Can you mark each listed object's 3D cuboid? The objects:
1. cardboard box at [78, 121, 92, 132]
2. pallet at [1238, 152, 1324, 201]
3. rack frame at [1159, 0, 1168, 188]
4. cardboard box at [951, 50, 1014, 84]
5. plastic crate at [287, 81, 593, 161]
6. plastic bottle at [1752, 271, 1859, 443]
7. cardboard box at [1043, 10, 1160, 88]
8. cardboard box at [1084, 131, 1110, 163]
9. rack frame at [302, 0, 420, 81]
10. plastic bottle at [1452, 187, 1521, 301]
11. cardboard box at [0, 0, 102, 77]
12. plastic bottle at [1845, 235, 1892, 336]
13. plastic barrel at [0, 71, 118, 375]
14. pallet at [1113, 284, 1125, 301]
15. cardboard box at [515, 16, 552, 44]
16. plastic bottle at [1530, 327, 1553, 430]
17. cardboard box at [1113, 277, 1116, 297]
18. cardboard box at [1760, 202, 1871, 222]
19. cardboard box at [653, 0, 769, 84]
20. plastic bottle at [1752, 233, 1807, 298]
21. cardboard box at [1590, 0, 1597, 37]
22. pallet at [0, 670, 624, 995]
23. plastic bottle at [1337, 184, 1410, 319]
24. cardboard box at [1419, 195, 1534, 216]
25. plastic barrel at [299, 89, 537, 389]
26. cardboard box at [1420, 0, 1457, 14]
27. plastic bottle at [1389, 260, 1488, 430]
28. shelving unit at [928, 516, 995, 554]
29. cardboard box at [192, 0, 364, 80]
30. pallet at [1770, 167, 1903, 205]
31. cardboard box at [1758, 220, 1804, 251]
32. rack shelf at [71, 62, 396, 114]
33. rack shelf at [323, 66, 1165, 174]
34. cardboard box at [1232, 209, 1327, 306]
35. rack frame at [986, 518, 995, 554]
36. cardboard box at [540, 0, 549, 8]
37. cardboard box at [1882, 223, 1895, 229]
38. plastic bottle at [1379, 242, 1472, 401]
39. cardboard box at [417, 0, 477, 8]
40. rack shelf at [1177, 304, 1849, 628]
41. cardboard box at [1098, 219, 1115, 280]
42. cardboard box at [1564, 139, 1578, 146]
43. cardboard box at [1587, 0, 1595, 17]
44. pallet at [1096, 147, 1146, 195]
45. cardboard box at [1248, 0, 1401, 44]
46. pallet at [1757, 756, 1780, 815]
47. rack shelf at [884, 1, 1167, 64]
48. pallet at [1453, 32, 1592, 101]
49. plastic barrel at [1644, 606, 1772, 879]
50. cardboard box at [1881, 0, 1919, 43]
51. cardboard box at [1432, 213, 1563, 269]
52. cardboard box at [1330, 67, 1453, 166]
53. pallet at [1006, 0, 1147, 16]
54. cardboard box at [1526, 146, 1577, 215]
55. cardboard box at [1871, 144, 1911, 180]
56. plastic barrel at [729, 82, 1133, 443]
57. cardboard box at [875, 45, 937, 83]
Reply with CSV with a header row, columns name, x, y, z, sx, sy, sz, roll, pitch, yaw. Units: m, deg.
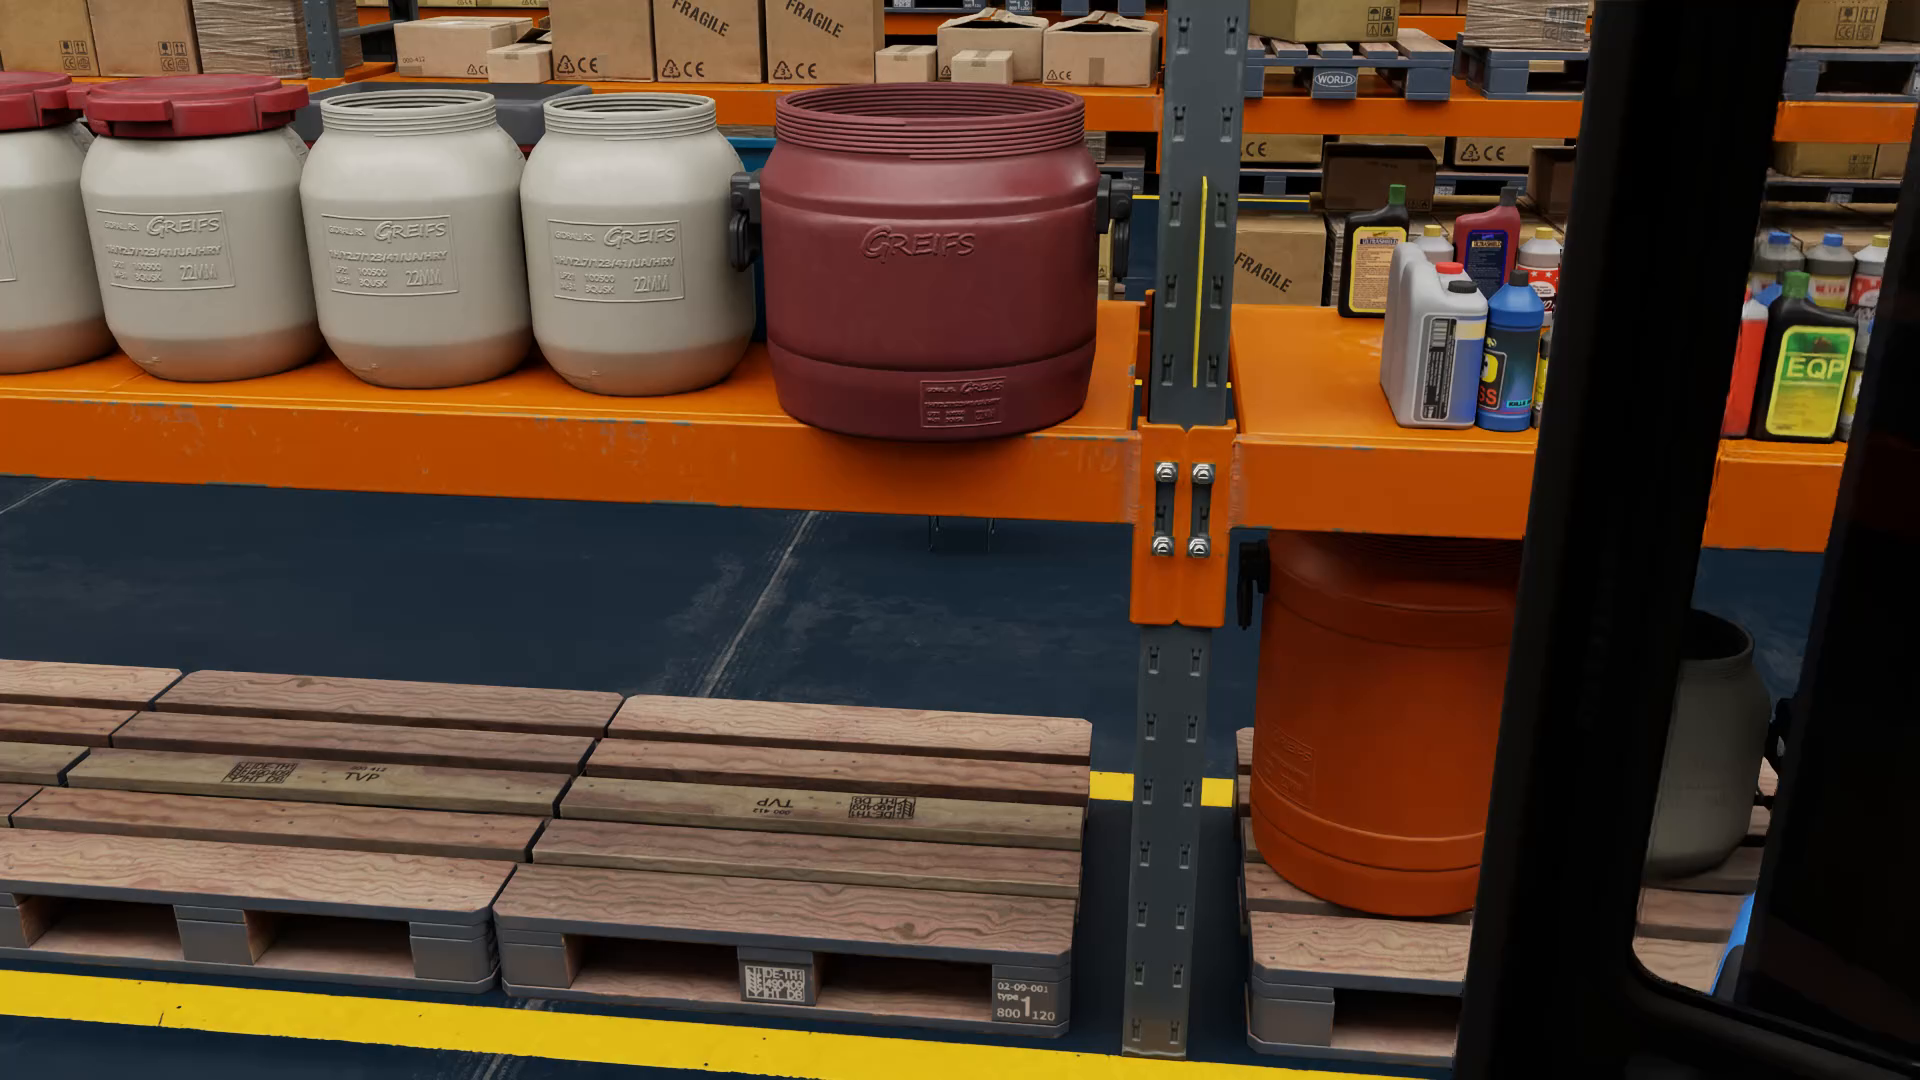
name,x,y,z,sx,sy,sz,roll,pitch,yaw
cardboard box,-4.854,-1.986,9.032,0.500,0.500,0.500,2,22,6
pallet,2.385,-2.800,12.734,1.213,0.211,1.003,2,22,6
rack frame,1.611,-4.158,12.377,0.127,3.000,1.000,2,22,6
cardboard box,0.106,-2.170,7.692,0.250,0.149,0.380,2,22,6
plastic crate,-1.123,-0.752,3.676,0.583,0.464,0.402,2,22,6
plastic bottle,1.424,-0.307,2.796,0.133,0.283,0.061,2,22,6
cardboard box,0.676,-2.340,7.899,0.500,0.311,0.500,4,22,10
cardboard box,0.890,-3.212,12.787,0.500,0.500,0.700,3,22,7
rack frame,-2.940,-2.522,8.240,0.127,3.000,1.000,2,22,6
plastic bottle,1.126,-0.615,3.574,0.133,0.283,0.061,2,22,6
cardboard box,-4.404,-2.629,8.375,0.500,0.500,0.700,3,22,7
plastic bottle,1.915,-0.536,3.485,0.097,0.201,0.097,0,22,0
plastic barrel,-1.874,-0.624,3.253,0.433,0.535,0.433,0,22,0
pallet,0.219,-1.102,8.441,1.213,0.211,1.003,2,22,6
cardboard box,-2.046,-2.489,8.338,0.258,0.266,0.396,2,22,5
plastic bottle,1.046,-0.293,2.870,0.097,0.201,0.097,0,22,0
cardboard box,0.546,-1.396,8.559,0.500,0.250,0.500,2,22,6
cardboard box,4.021,-1.347,8.069,0.500,0.500,0.500,3,22,7
cardboard box,-1.159,-2.485,8.010,0.500,0.500,0.500,3,22,6
plastic bottle,1.722,-0.544,3.506,0.097,0.201,0.097,0,22,0
cardboard box,3.242,-2.472,7.405,0.500,0.500,0.700,-3,22,-7
pallet,-1.528,0.654,3.997,1.213,0.211,1.003,2,22,6
plastic bottle,0.897,-0.625,3.599,0.133,0.283,0.061,2,22,6
cardboard box,2.502,-1.414,8.238,0.500,0.500,0.500,2,22,4
plastic barrel,-1.020,-0.578,3.169,0.421,0.512,0.421,0,22,0
cardboard box,3.435,-3.889,12.012,0.250,0.149,0.380,3,22,7
plastic bottle,0.837,-0.347,2.905,0.135,0.276,0.152,2,22,6
shelving unit,0.008,-0.418,5.773,0.210,0.900,0.258,2,22,6
cardboard box,-3.382,-2.586,8.264,0.500,0.500,0.700,2,22,5
pallet,6.329,-2.627,12.297,1.213,0.211,1.003,2,22,6
cardboard box,3.493,-1.181,7.650,0.500,0.500,0.500,3,22,7
rack shelf,-4.926,-2.274,8.591,4.000,0.370,1.077,2,22,6
rack shelf,-0.954,-2.101,8.153,4.000,0.370,1.077,2,22,6
cardboard box,1.450,-1.267,7.867,0.500,0.500,0.500,3,22,9
rack frame,0.109,-0.414,5.762,0.006,0.900,0.240,2,22,6
cardboard box,-2.867,-4.180,12.611,0.500,0.250,0.500,3,22,6
cardboard box,4.480,-1.135,7.532,0.500,0.500,0.500,2,22,6
plastic bottle,0.855,-0.402,3.046,0.135,0.276,0.152,2,22,6
cardboard box,-3.862,-4.221,12.714,0.500,0.250,0.500,2,22,6
rack shelf,2.431,-0.120,3.142,4.000,0.370,1.077,2,22,6
cardboard box,0.483,-1.459,7.957,0.500,0.311,0.500,3,22,8
cardboard box,4.923,-3.161,12.209,0.750,0.750,0.750,3,22,7
cardboard box,4.440,-3.809,11.808,0.250,0.149,0.380,3,22,6
pallet,0.835,-2.896,12.977,1.213,0.211,1.003,2,22,6
cardboard box,1.671,-2.605,7.742,0.500,0.500,0.700,-5,22,-12
pallet,2.441,0.828,3.557,1.213,0.211,1.003,2,22,6
rack shelf,-0.375,-3.910,12.728,4.000,0.370,1.077,2,22,6
pallet,2.964,-2.178,7.629,1.213,0.211,1.003,2,22,6
plastic barrel,1.504,0.427,3.591,0.421,0.512,0.421,0,22,0
cardboard box,4.560,-2.520,7.527,0.500,0.500,0.700,-5,22,-12
cardboard box,2.468,-1.223,7.756,0.500,0.500,0.500,2,22,6
cardboard box,3.195,-3.234,12.392,0.750,0.750,0.750,2,22,6
pallet,0.891,-4.061,12.392,1.003,0.211,1.213,2,22,6
cardboard box,3.061,-1.742,8.047,0.500,0.250,0.500,2,22,5
cardboard box,6.812,-2.925,12.087,0.500,0.500,0.700,2,22,6
plastic barrel,-0.051,-0.514,2.974,0.708,0.536,0.600,2,22,6
cardboard box,-0.241,-2.267,7.936,0.250,0.149,0.380,4,22,10
